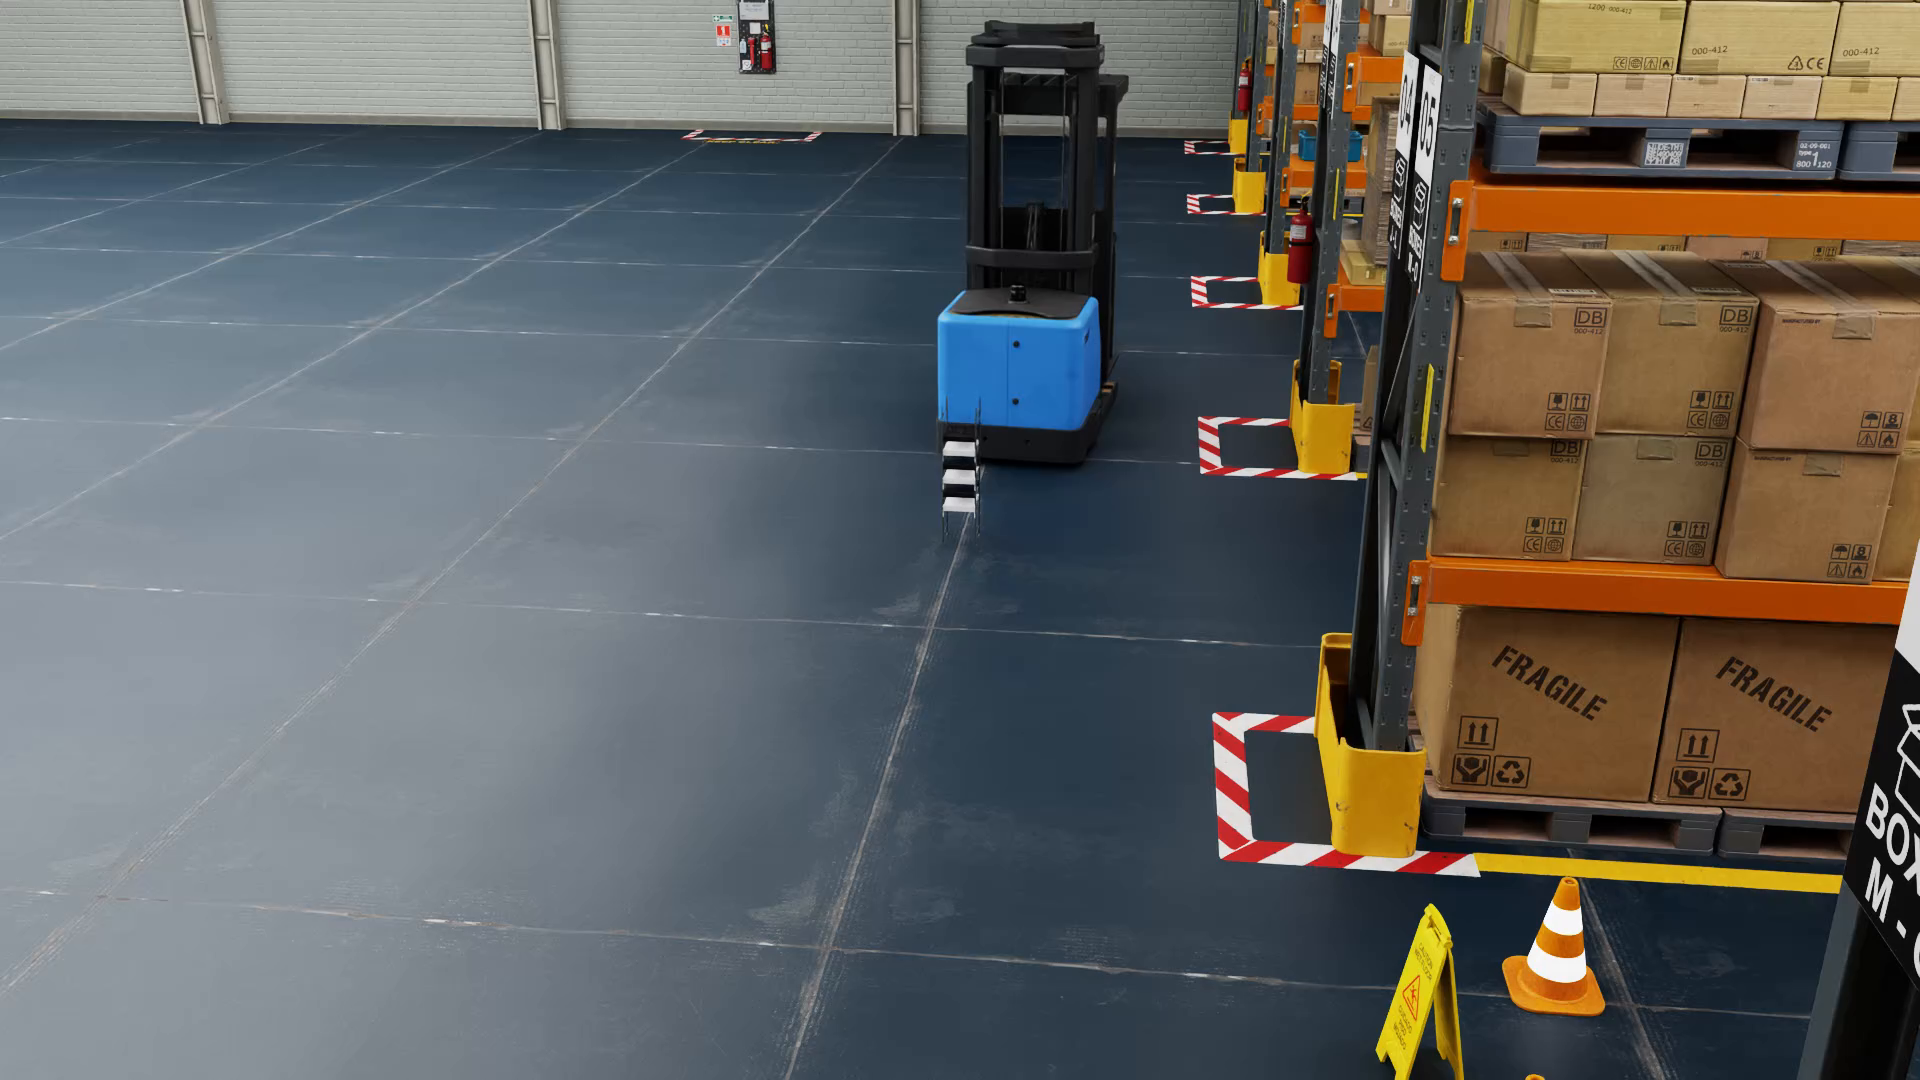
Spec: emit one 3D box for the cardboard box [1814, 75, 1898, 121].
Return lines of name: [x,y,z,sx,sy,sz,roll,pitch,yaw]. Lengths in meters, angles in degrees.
cardboard box: [3.159,-1.610,5.987,0.250,0.149,0.380,3,22,6]

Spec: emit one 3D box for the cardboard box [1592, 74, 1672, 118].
cardboard box: [2.410,-1.643,6.070,0.250,0.149,0.380,3,22,7]

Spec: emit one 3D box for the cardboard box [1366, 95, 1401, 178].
cardboard box: [3.113,-2.789,11.513,0.500,0.500,0.500,2,22,6]

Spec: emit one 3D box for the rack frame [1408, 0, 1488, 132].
rack frame: [1.854,-3.056,5.929,0.127,3.000,1.000,2,22,6]

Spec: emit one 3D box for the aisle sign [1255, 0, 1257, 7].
aisle sign: [3.677,-7.008,20.550,0.004,0.787,0.394,2,22,6]

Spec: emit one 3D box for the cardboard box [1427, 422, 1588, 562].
cardboard box: [2.228,-0.336,7.006,0.550,0.550,0.875,2,22,6]

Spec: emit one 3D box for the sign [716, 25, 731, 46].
sign: [-3.861,-8.242,27.159,0.234,0.329,0.001,2,22,6]

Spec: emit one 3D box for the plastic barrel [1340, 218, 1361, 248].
plastic barrel: [3.783,-2.918,16.554,0.421,0.512,0.421,0,22,0]

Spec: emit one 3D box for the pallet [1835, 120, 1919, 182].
pallet: [3.807,-1.539,6.294,1.213,0.211,1.003,2,22,6]

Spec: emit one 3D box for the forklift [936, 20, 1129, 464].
forklift: [0.642,-2.405,12.536,1.130,2.935,3.031,5,22,11]

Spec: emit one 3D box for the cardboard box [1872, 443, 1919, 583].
cardboard box: [3.849,-0.242,6.769,0.500,0.550,0.875,2,22,6]

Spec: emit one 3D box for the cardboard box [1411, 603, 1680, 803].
cardboard box: [2.535,0.532,7.332,0.875,0.875,0.875,3,22,7]

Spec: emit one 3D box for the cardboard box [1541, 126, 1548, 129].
cardboard box: [3.548,-2.575,10.972,0.500,0.500,0.500,2,22,6]

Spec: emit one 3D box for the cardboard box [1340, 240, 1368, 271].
cardboard box: [2.845,-2.018,11.807,0.250,0.149,0.380,2,22,6]

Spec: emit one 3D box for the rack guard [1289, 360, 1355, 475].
rack guard: [2.613,-0.907,12.053,0.348,0.500,1.175,2,22,6]

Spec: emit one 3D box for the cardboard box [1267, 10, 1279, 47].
cardboard box: [4.725,-7.656,24.881,0.500,0.500,0.500,3,22,6]

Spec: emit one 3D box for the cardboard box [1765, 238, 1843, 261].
cardboard box: [5.578,-2.161,11.284,0.500,0.500,0.875,2,22,6]

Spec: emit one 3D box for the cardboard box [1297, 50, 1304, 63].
cardboard box: [4.072,-5.941,20.370,0.250,0.149,0.380,2,22,6]

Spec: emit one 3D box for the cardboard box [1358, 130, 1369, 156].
cardboard box: [5.209,-4.812,20.680,0.500,0.500,0.500,2,22,6]

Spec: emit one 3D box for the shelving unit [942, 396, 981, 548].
shelving unit: [0.008,-0.418,10.273,0.210,0.900,0.258,2,22,6]

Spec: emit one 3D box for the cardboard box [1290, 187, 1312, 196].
cardboard box: [4.214,-4.501,20.914,0.500,0.250,0.500,2,22,6]

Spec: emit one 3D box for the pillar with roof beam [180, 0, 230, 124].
pillar with roof beam: [-13.298,-9.780,22.938,0.400,9.000,9.100,2,22,6]

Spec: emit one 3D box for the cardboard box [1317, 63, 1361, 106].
cardboard box: [4.692,-5.690,20.615,0.500,0.500,0.700,3,22,8]

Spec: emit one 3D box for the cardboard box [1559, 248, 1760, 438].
cardboard box: [2.775,-0.817,6.755,0.550,0.550,0.875,2,22,6]

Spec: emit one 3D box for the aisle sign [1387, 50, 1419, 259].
aisle sign: [1.819,-1.587,6.839,0.004,0.787,0.394,2,22,6]

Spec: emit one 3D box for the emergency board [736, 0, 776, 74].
emergency board: [-3.324,-8.164,27.009,0.643,1.169,0.194,2,22,6]

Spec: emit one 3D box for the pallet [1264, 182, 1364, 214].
pallet: [4.472,-4.374,21.217,1.213,0.211,1.003,2,22,6]

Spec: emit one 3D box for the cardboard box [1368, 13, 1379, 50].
cardboard box: [3.047,-3.469,11.260,0.500,0.250,0.500,3,22,8]

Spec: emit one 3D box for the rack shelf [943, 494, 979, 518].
rack shelf: [0.008,-0.220,10.352,0.200,0.077,0.258,2,22,6]

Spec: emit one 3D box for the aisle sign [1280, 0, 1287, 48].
aisle sign: [3.015,-4.986,15.435,0.004,0.787,0.394,2,22,6]

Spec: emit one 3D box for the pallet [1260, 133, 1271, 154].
pallet: [5.165,-6.150,25.708,1.213,0.211,1.003,2,22,6]

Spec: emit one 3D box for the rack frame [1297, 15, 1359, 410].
rack frame: [2.538,-2.072,11.602,0.127,3.000,1.000,2,22,6]

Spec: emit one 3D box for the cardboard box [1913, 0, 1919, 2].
cardboard box: [3.410,-1.970,5.814,0.250,0.149,0.380,2,22,6]

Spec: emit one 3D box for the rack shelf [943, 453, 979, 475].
rack shelf: [0.008,-0.471,10.253,0.200,0.077,0.258,2,22,6]

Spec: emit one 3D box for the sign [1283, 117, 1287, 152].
sign: [3.052,-3.809,15.617,0.005,0.325,0.100,2,22,6]

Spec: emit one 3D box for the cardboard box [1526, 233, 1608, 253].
cardboard box: [4.083,-2.208,11.404,0.500,0.500,0.875,2,22,6]

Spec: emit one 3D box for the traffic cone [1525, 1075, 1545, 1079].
traffic cone: [1.743,1.853,5.123,0.334,0.463,0.336,2,22,6]

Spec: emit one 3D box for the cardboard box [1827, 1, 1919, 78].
cardboard box: [3.308,-1.813,5.959,0.500,0.250,0.500,2,22,6]

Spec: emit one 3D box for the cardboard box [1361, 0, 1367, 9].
cardboard box: [2.850,-3.685,11.262,0.250,0.149,0.380,2,22,6]

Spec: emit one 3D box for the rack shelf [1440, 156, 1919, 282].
rack shelf: [3.840,-1.240,6.394,4.000,0.370,1.077,2,22,6]

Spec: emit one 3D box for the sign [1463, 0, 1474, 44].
sign: [1.783,-1.902,5.794,0.005,0.325,0.100,2,22,6]

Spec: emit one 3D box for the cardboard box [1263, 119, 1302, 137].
cardboard box: [4.963,-6.389,25.579,0.500,0.311,0.500,0,22,0]

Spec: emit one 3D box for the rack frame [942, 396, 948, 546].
rack frame: [-0.093,-0.423,10.285,0.006,0.900,0.240,2,22,6]

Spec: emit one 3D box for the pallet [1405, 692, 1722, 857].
pallet: [2.657,1.037,7.530,1.213,0.211,1.003,2,22,6]

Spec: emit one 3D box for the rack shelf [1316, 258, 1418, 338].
rack shelf: [4.524,-1.651,11.515,4.000,0.370,1.077,2,22,6]

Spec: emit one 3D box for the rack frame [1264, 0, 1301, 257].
rack frame: [3.121,-3.881,16.176,0.127,3.000,1.000,2,22,6]

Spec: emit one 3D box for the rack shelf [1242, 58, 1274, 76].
rack shelf: [6.273,-7.077,25.238,4.000,0.370,1.077,2,22,6]
